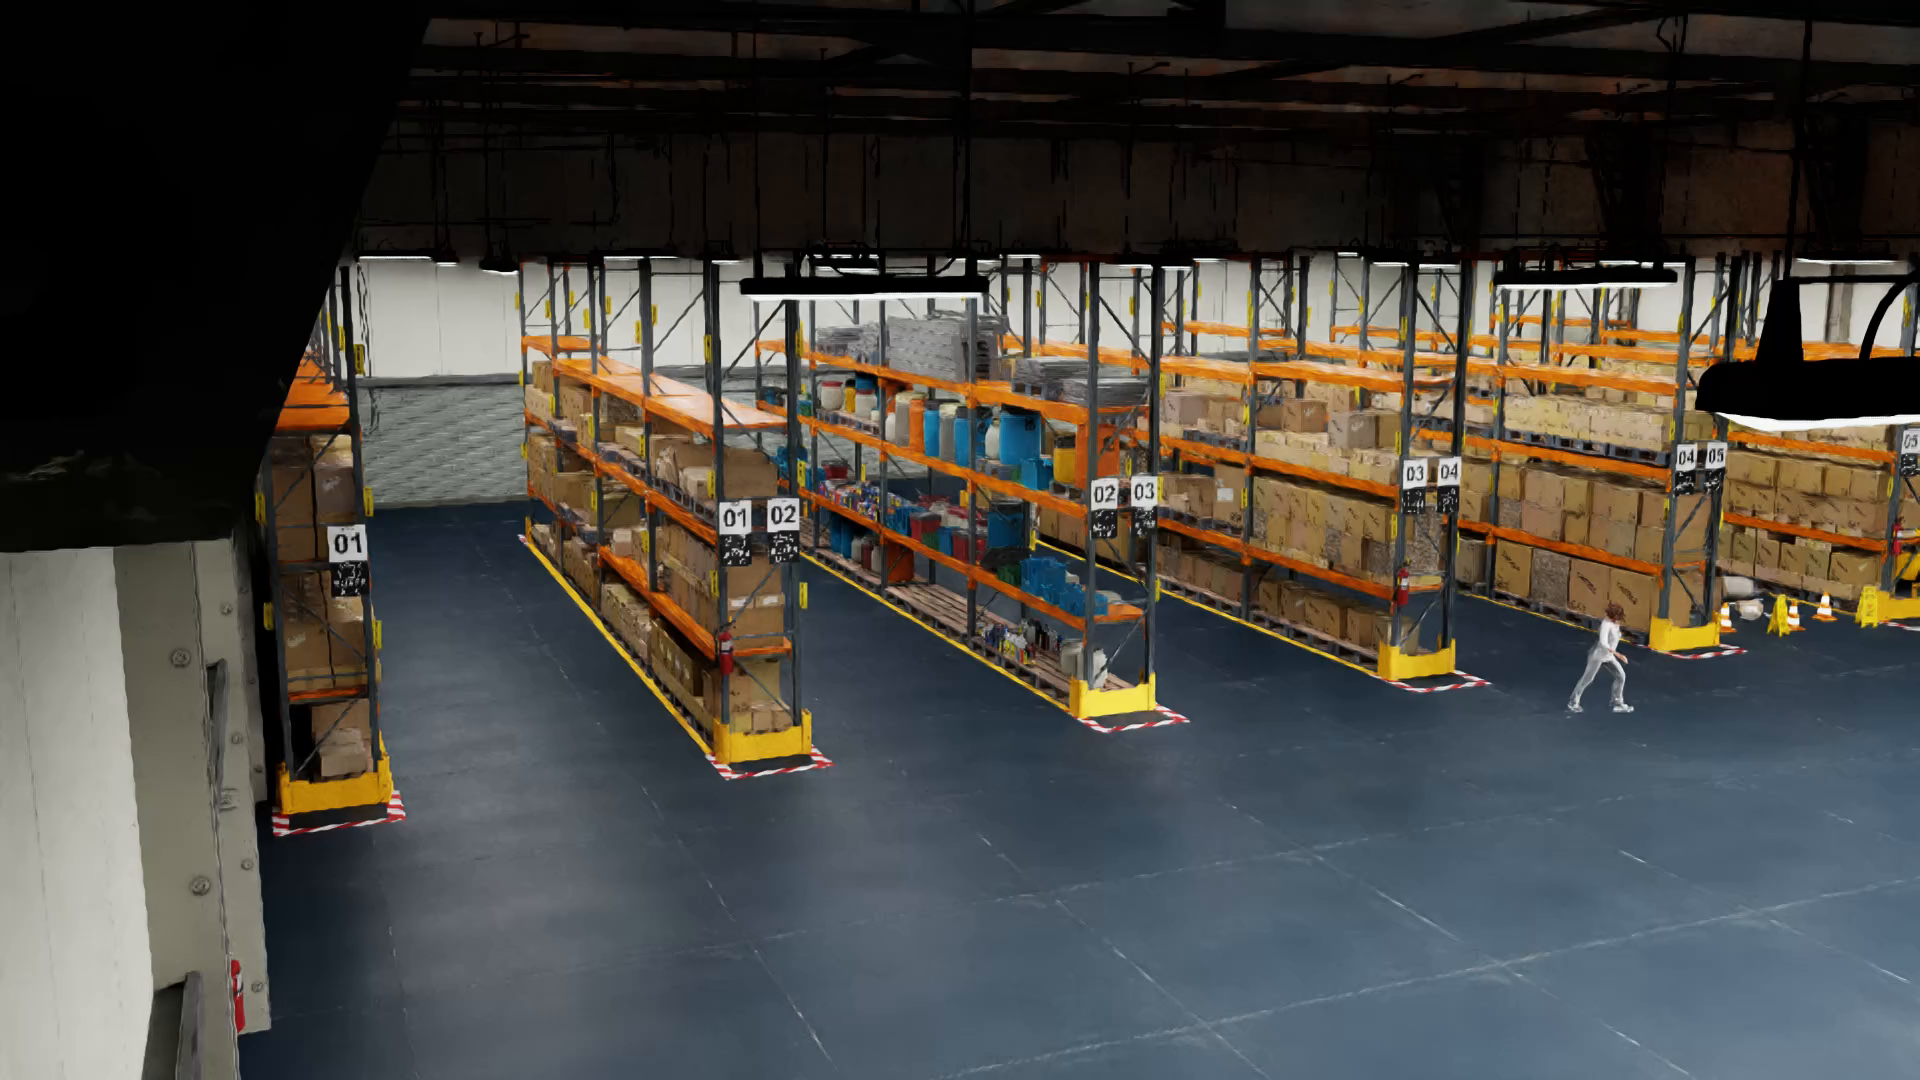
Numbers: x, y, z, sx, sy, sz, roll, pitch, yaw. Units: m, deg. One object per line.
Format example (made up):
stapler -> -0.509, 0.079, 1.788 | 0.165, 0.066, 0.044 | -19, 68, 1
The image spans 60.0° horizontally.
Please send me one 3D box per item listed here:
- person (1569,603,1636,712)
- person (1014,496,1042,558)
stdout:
person -> 8.609, 1.567, 22.214 | 0.574, 1.518, 0.761 | -10, 14, -43
person -> 1.350, -0.453, 32.727 | 0.561, 1.710, 1.141 | -5, 11, -24
